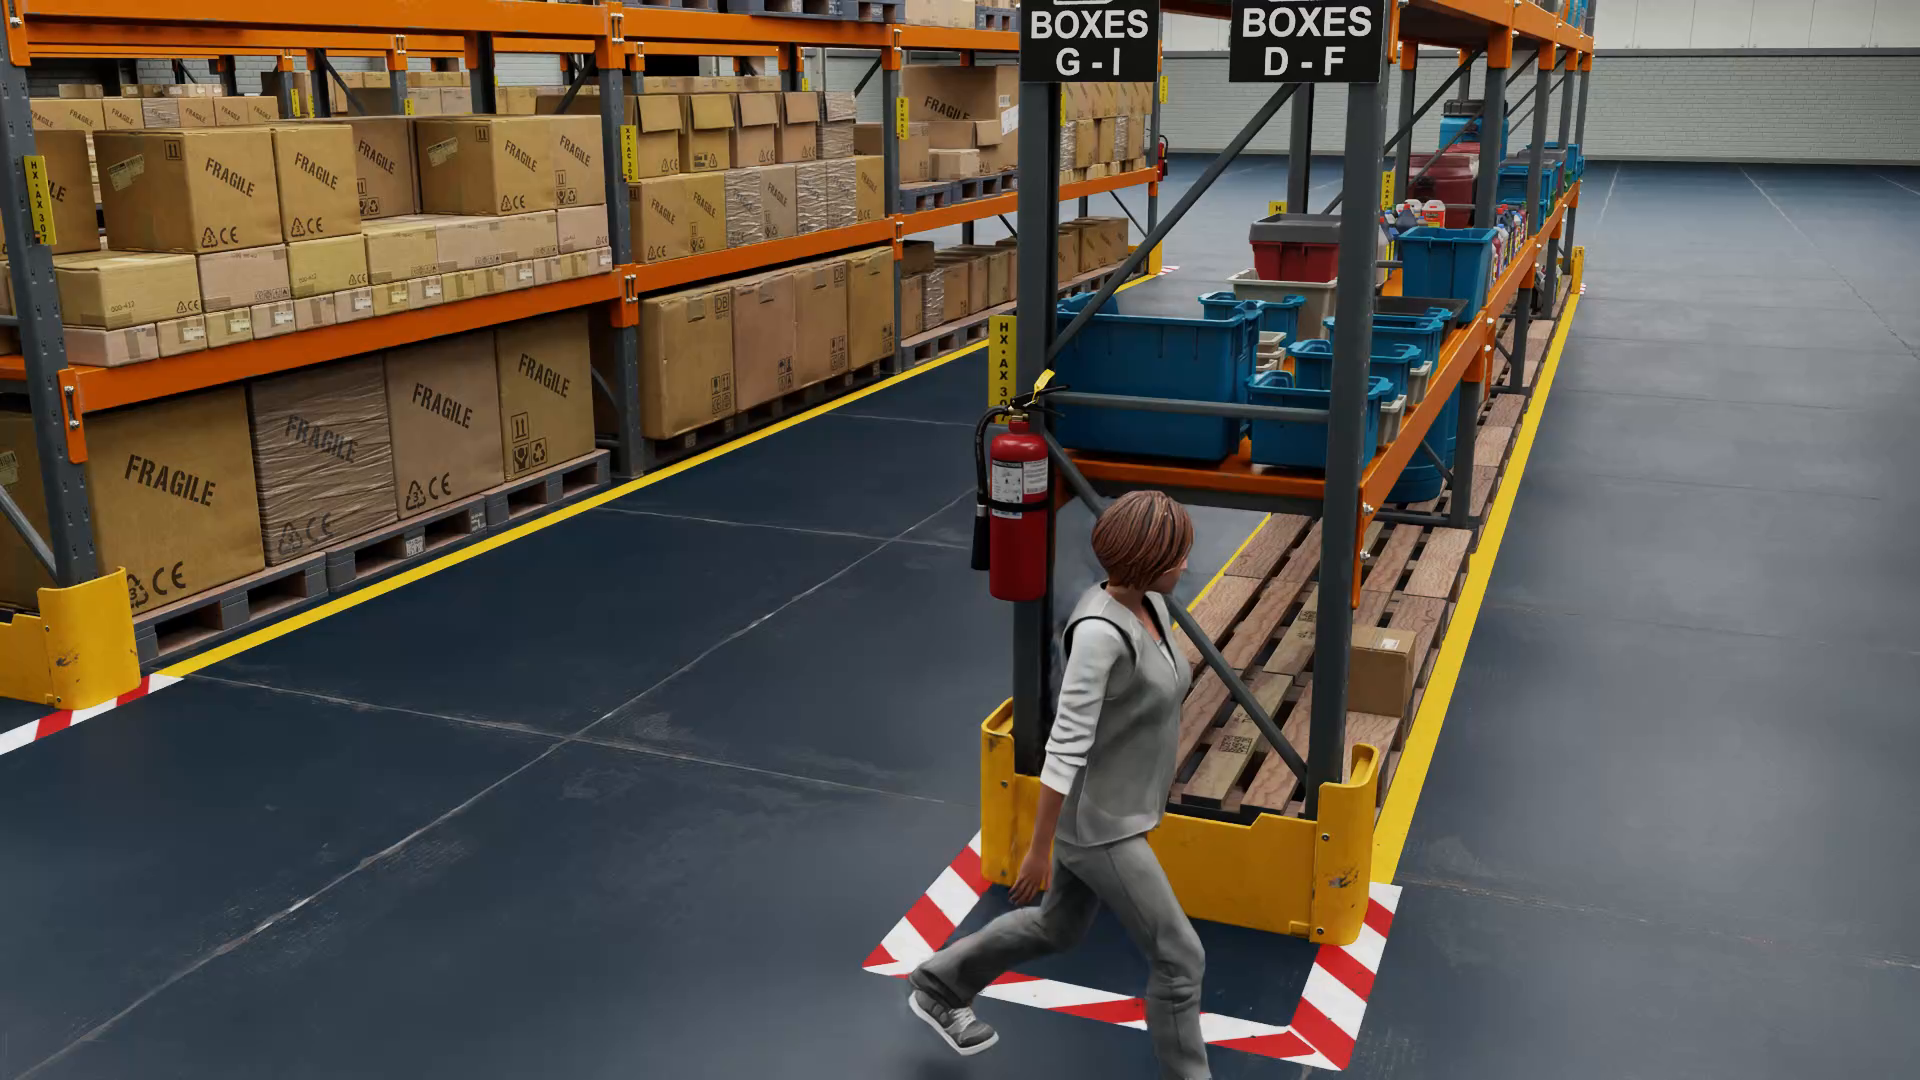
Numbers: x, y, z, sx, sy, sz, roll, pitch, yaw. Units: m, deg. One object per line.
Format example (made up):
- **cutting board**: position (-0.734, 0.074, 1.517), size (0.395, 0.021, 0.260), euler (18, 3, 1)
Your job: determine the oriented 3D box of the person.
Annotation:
- **person**: position (0.316, 0.635, 3.832), size (0.999, 1.529, 0.508), euler (5, 16, 17)
